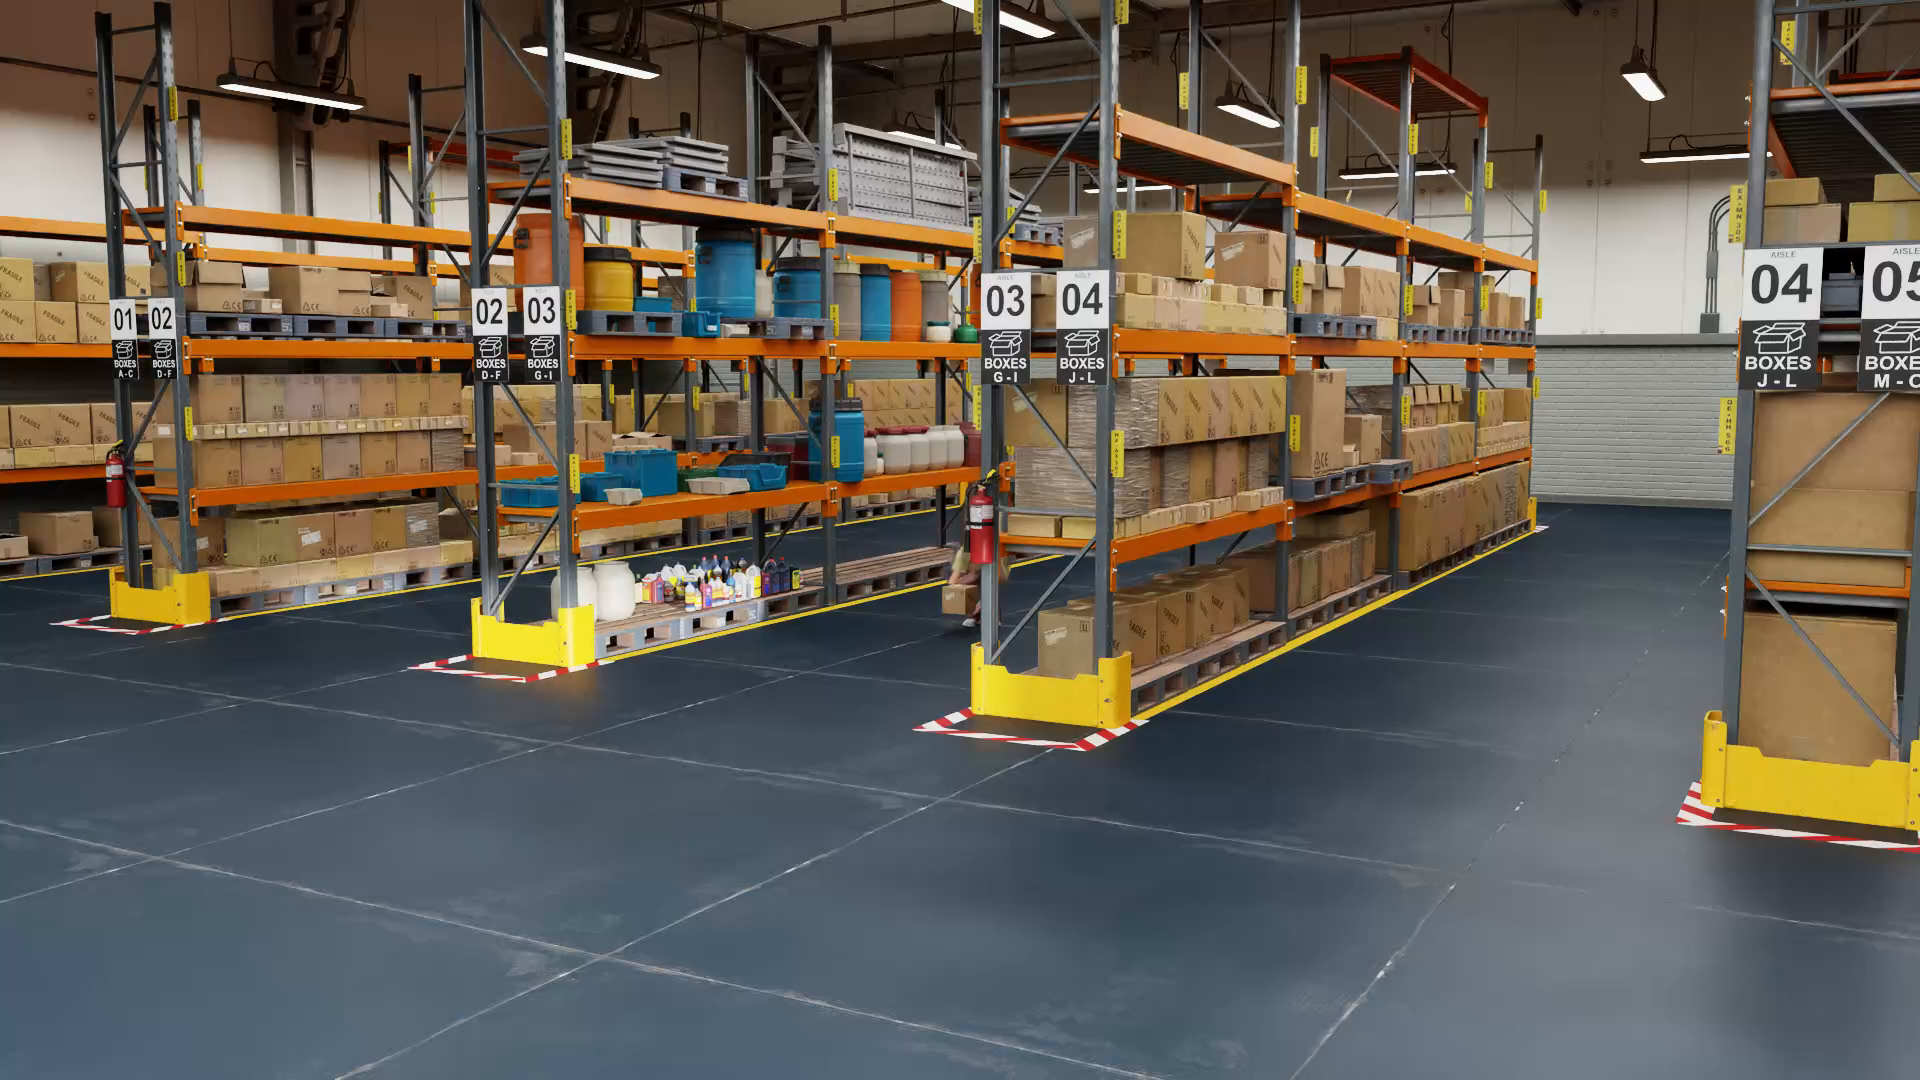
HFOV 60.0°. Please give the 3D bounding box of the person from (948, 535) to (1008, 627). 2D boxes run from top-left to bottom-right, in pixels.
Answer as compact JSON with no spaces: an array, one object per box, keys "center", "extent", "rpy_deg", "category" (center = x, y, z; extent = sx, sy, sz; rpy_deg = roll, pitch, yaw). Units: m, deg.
[{"center":[0.196,0.381,16.134],"extent":[0.491,0.962,0.792],"rpy_deg":[3,7,28],"category":"person"}]
